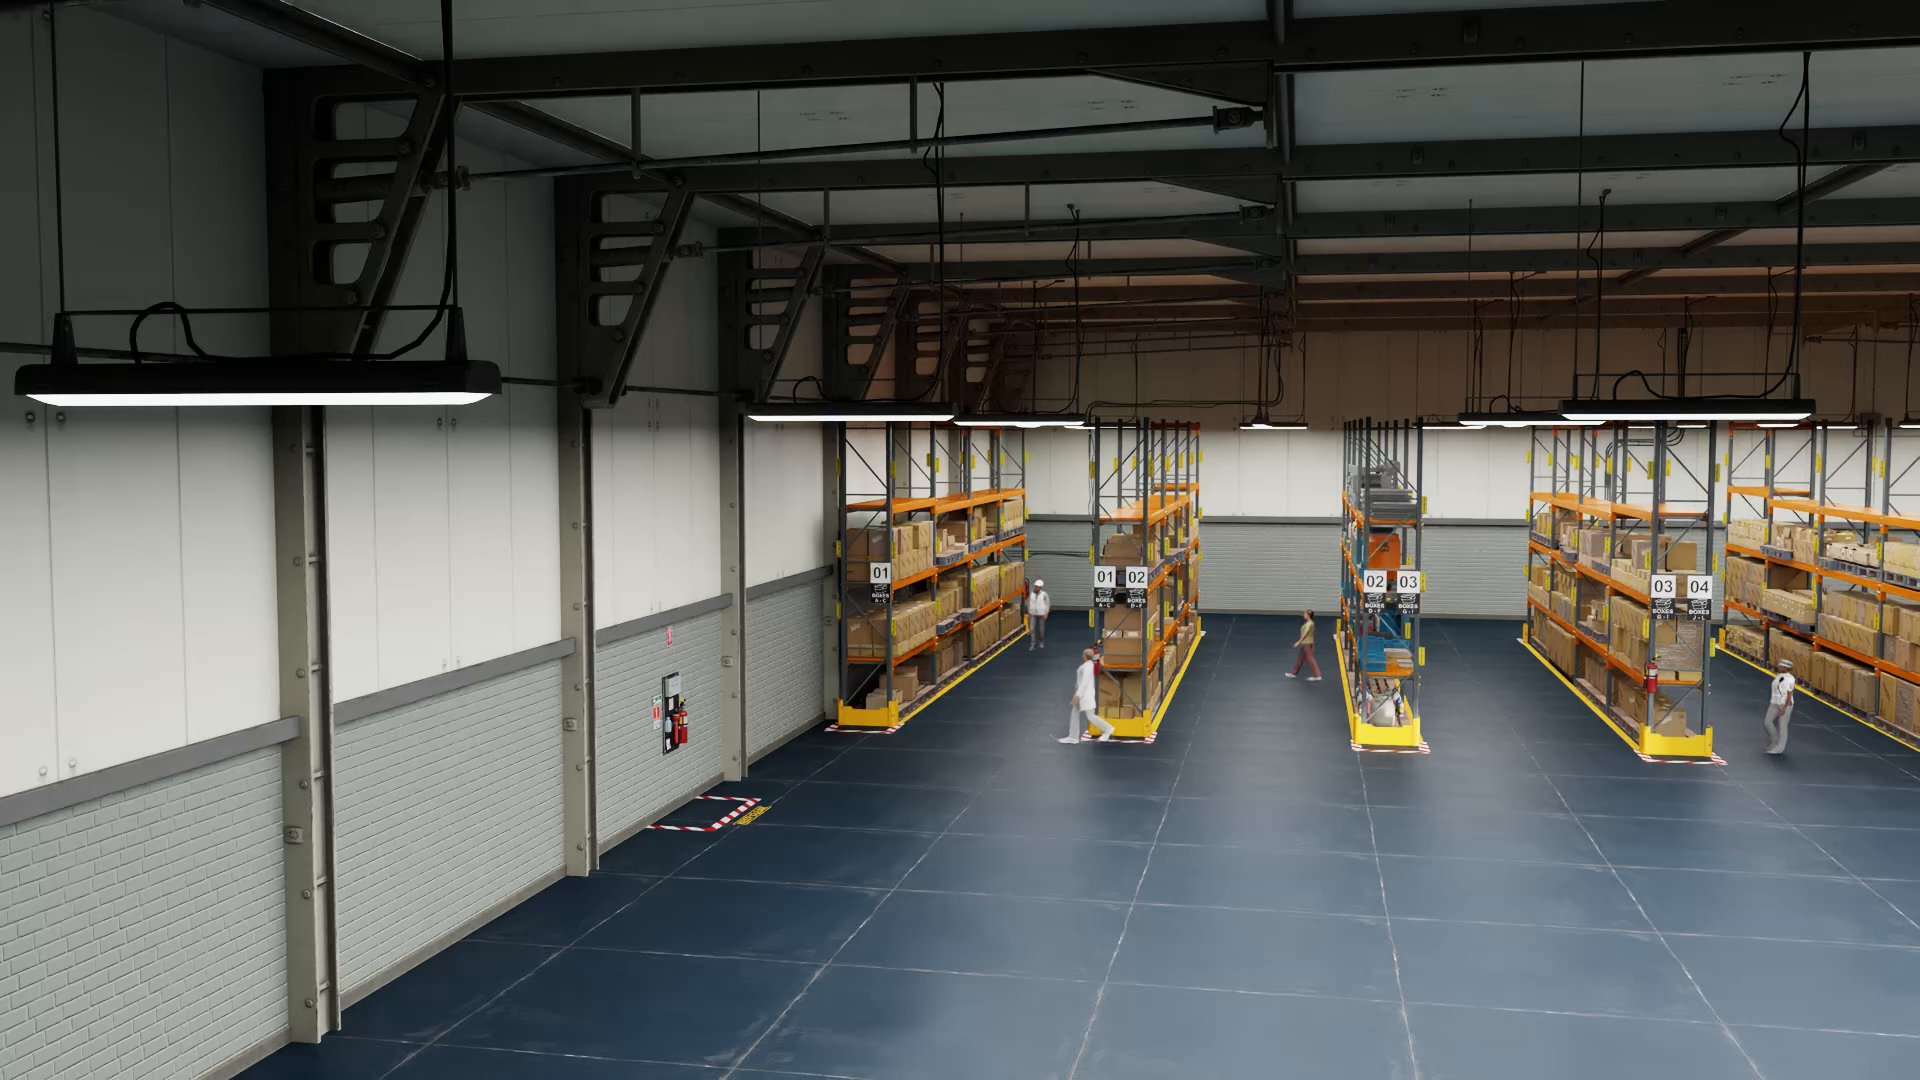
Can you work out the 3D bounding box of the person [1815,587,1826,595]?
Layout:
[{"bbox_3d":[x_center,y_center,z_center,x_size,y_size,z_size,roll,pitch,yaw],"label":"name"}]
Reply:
[{"bbox_3d":[22.740,2.030,44.131,1.035,1.613,0.511,2,4,34],"label":"person"}]

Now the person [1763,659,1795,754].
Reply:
[{"bbox_3d":[14.631,2.976,29.688,0.450,1.719,0.489,-2,4,-23],"label":"person"}]

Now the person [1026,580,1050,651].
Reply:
[{"bbox_3d":[1.954,1.891,41.862,0.618,1.772,0.568,1,4,13],"label":"person"}]

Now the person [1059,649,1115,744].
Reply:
[{"bbox_3d":[2.333,2.868,30.518,0.998,1.747,0.518,-1,4,-16],"label":"person"}]

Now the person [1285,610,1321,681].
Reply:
[{"bbox_3d":[7.885,2.404,38.256,0.973,1.613,0.599,3,5,36],"label":"person"}]
